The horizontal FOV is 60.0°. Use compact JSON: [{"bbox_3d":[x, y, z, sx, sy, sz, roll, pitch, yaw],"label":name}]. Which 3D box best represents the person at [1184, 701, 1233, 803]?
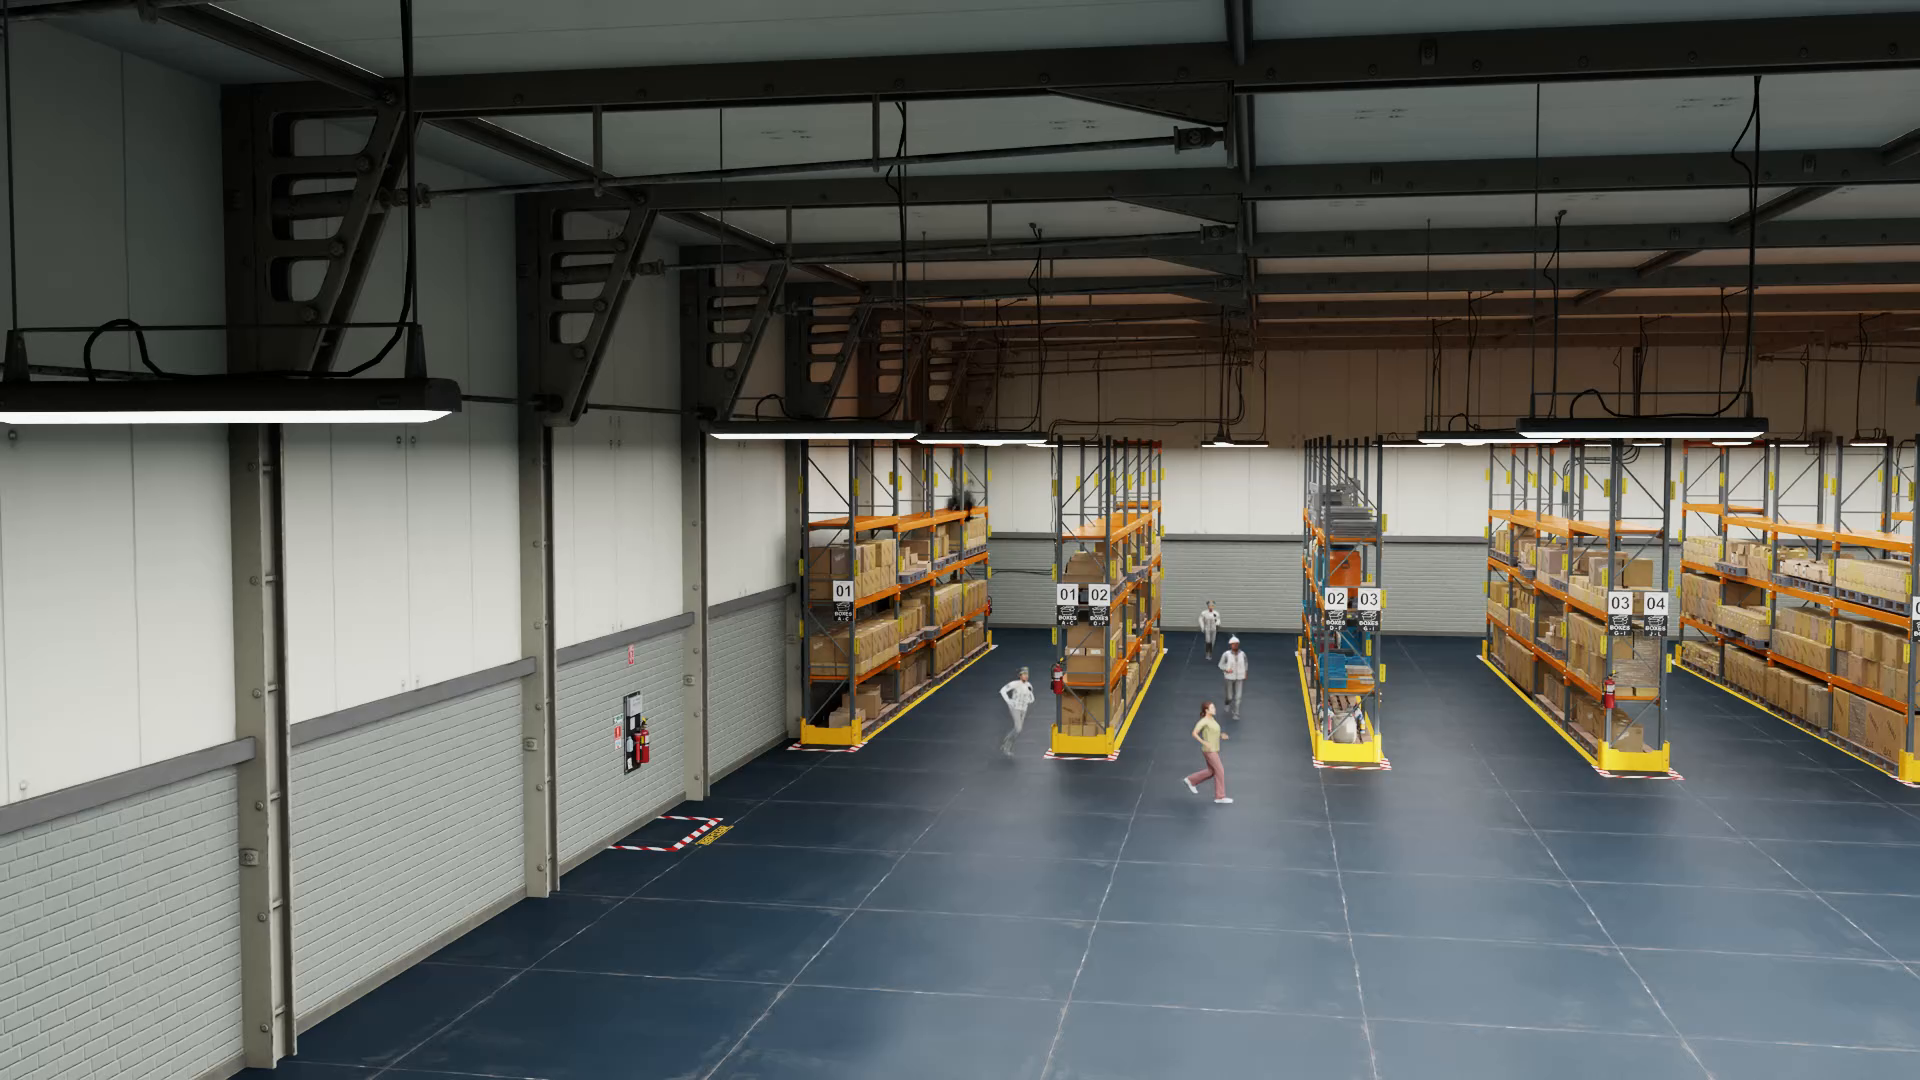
[{"bbox_3d":[4.037,3.433,27.031,0.859,1.640,0.590,2,3,28],"label":"person"}]

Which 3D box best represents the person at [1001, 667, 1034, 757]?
[{"bbox_3d":[1.093,3.211,31.206,0.601,1.684,0.612,-2,4,-36],"label":"person"}]

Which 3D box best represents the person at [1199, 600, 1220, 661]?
[{"bbox_3d":[6.782,2.458,45.076,0.532,1.662,0.735,0,3,-3],"label":"person"}]

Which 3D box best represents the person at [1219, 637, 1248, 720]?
[{"bbox_3d":[5.836,2.936,35.411,0.664,1.736,0.720,0,3,-5],"label":"person"}]
